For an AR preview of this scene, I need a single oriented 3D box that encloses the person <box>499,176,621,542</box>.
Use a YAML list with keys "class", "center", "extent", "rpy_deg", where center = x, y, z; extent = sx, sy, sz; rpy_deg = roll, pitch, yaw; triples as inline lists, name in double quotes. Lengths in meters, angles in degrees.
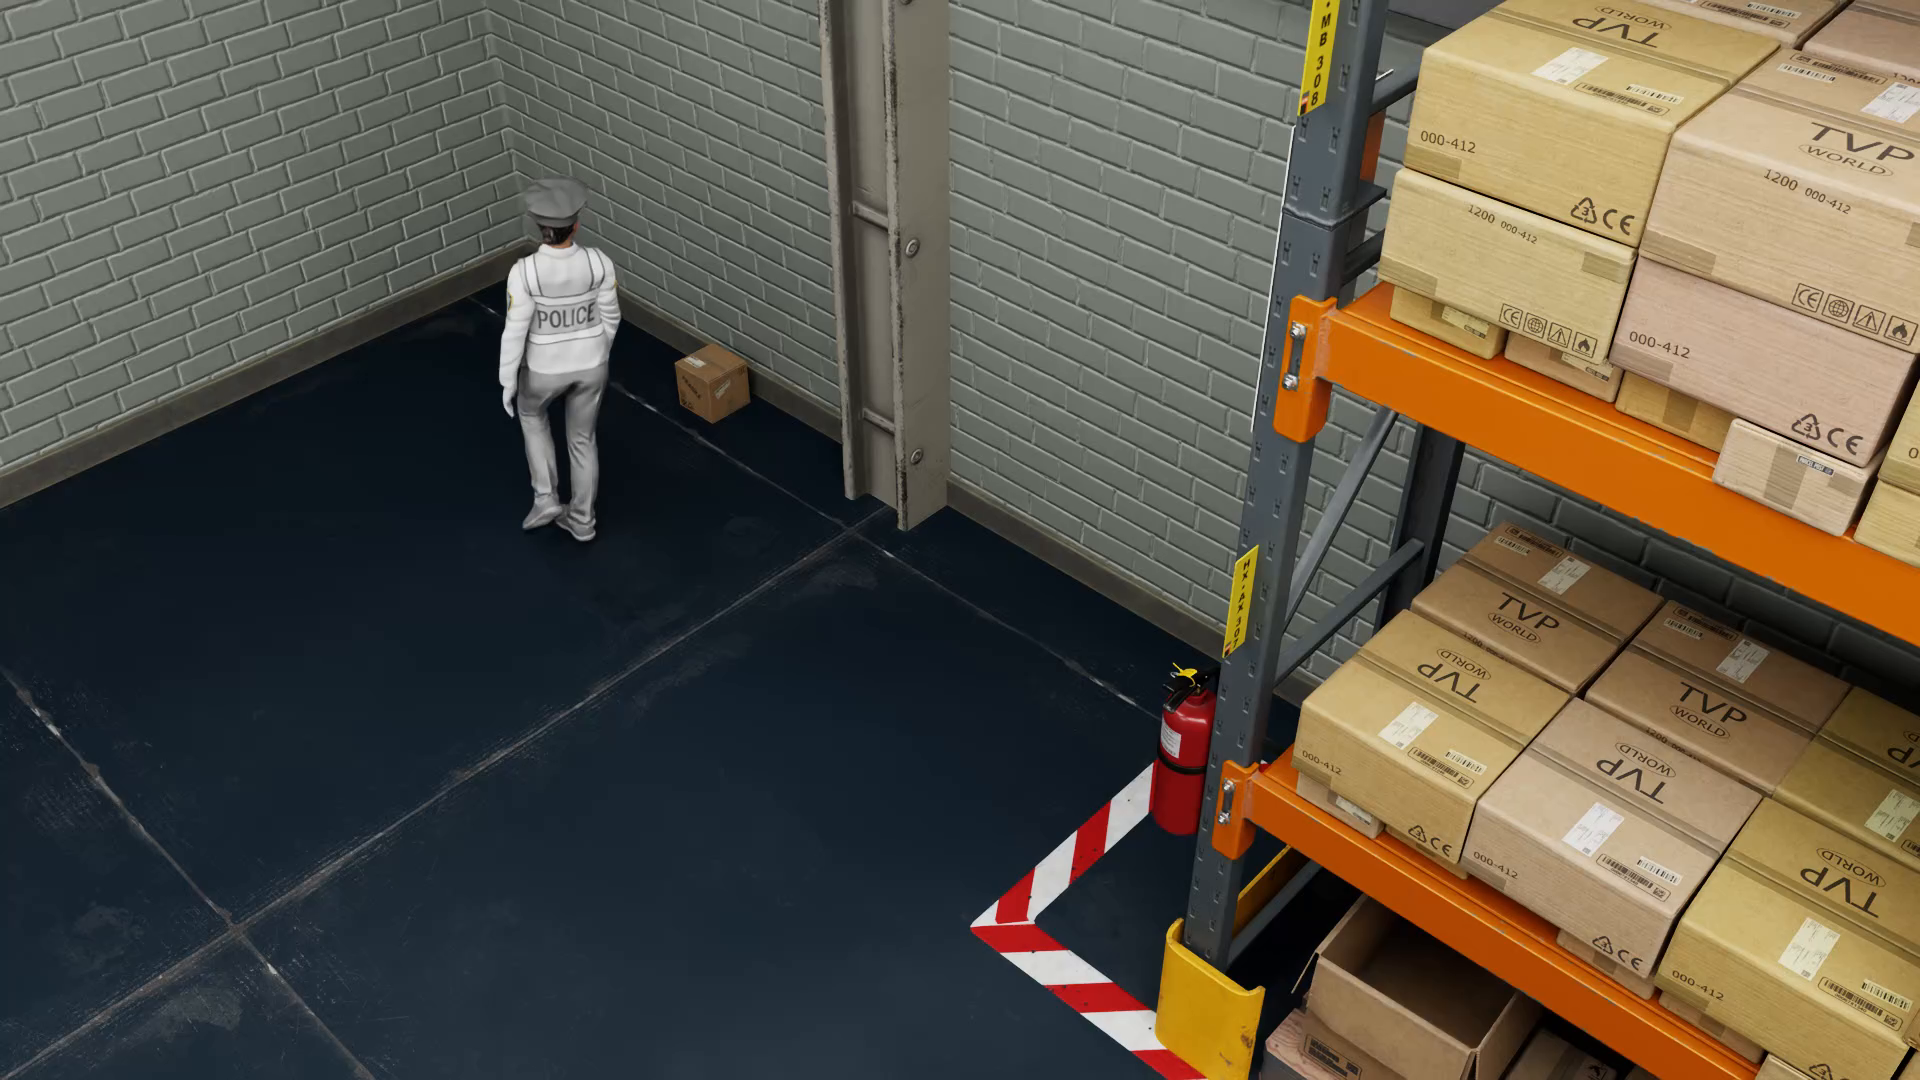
- class: "person"
  center: [-1.698, -0.737, 7.031]
  extent: [0.571, 1.676, 0.425]
  rpy_deg: [-16, 42, -18]
